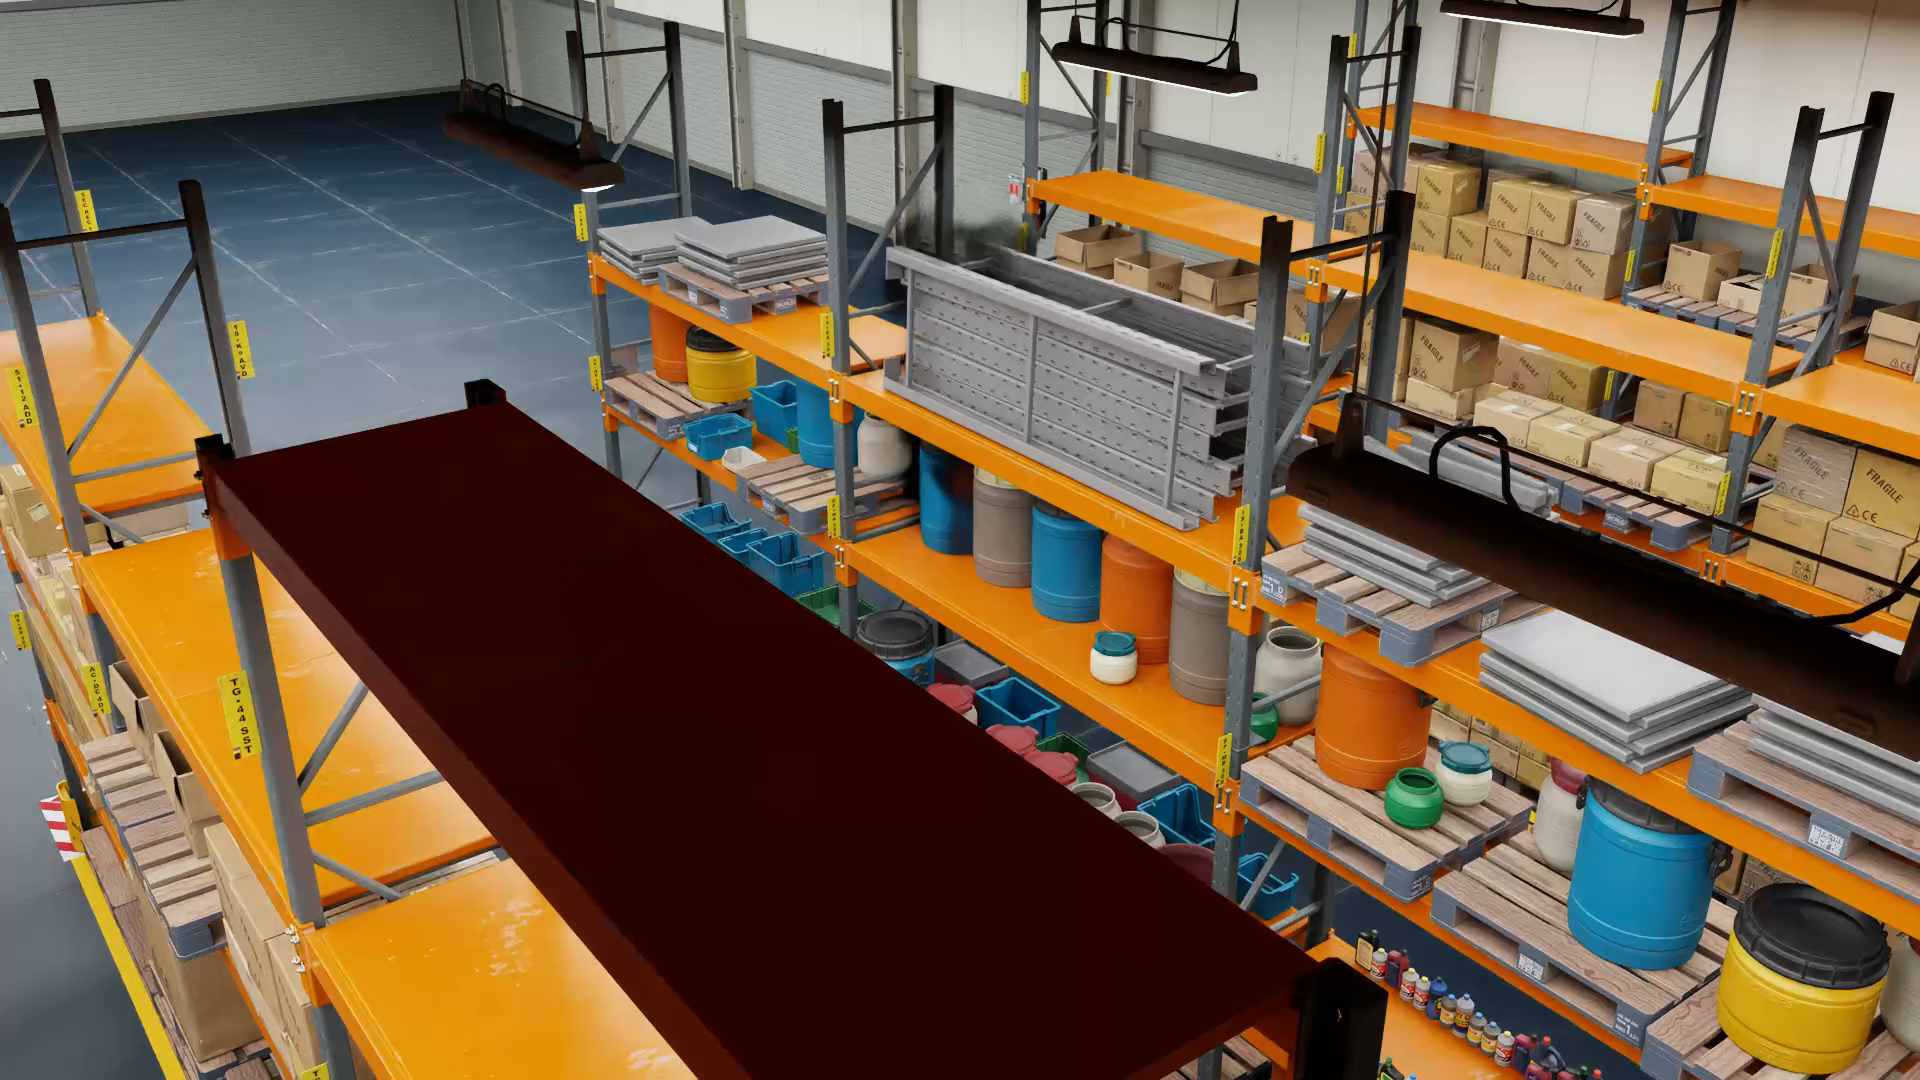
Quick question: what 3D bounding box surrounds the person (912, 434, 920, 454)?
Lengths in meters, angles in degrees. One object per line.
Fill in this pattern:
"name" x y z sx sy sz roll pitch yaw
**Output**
"person" -0.362 -1.375 20.101 0.672 1.536 0.516 -3 25 -6
